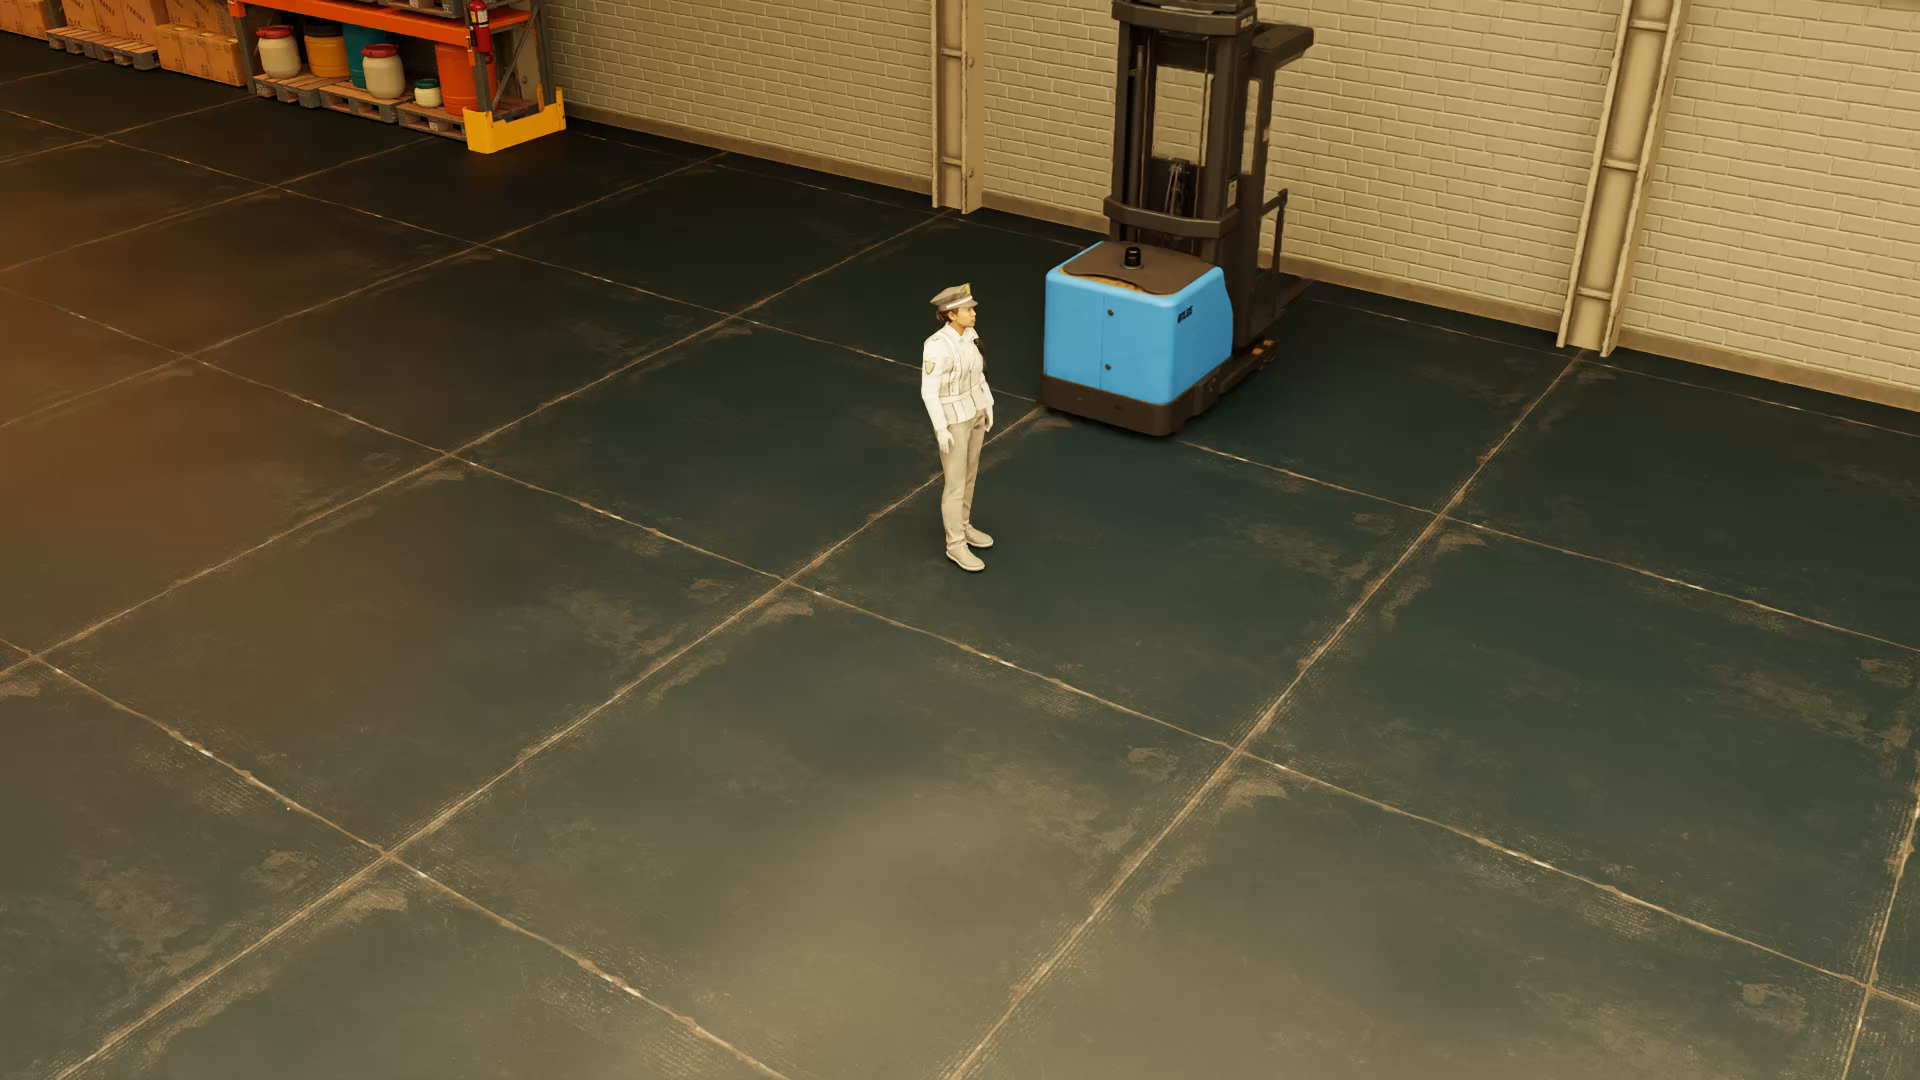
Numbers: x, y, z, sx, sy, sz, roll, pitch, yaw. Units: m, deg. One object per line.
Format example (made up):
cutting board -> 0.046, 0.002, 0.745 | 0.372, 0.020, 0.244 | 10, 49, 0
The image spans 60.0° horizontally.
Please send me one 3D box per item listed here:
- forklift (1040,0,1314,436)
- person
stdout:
forklift -> 1.818, -2.687, 12.209 | 1.130, 2.935, 3.031 | 18, 35, 29
person -> 0.052, -0.717, 10.033 | 0.531, 1.694, 0.586 | 19, 35, 29
